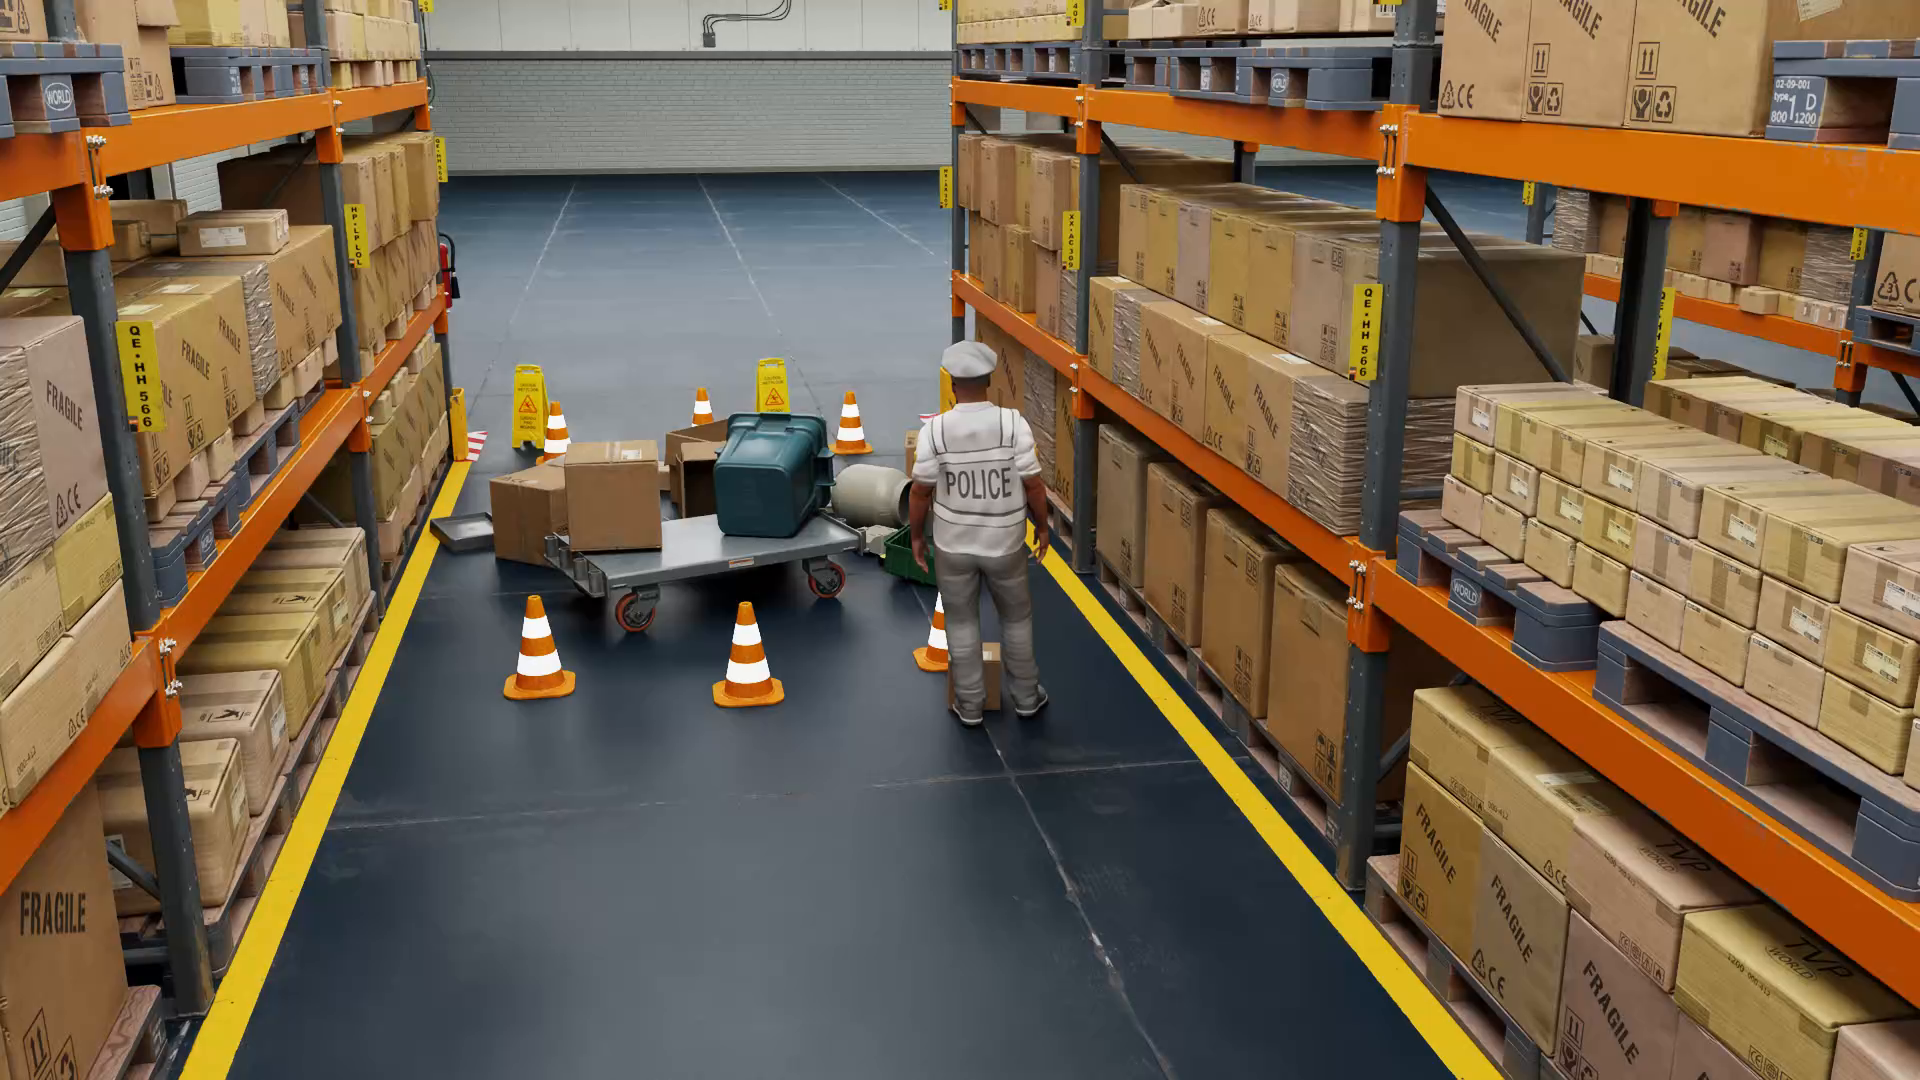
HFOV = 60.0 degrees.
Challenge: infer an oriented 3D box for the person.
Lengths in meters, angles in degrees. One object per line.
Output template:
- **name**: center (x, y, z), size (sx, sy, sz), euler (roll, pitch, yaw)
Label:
- **person**: center (0.094, -0.032, 7.544), size (0.640, 1.779, 0.574), euler (0, 16, 1)
